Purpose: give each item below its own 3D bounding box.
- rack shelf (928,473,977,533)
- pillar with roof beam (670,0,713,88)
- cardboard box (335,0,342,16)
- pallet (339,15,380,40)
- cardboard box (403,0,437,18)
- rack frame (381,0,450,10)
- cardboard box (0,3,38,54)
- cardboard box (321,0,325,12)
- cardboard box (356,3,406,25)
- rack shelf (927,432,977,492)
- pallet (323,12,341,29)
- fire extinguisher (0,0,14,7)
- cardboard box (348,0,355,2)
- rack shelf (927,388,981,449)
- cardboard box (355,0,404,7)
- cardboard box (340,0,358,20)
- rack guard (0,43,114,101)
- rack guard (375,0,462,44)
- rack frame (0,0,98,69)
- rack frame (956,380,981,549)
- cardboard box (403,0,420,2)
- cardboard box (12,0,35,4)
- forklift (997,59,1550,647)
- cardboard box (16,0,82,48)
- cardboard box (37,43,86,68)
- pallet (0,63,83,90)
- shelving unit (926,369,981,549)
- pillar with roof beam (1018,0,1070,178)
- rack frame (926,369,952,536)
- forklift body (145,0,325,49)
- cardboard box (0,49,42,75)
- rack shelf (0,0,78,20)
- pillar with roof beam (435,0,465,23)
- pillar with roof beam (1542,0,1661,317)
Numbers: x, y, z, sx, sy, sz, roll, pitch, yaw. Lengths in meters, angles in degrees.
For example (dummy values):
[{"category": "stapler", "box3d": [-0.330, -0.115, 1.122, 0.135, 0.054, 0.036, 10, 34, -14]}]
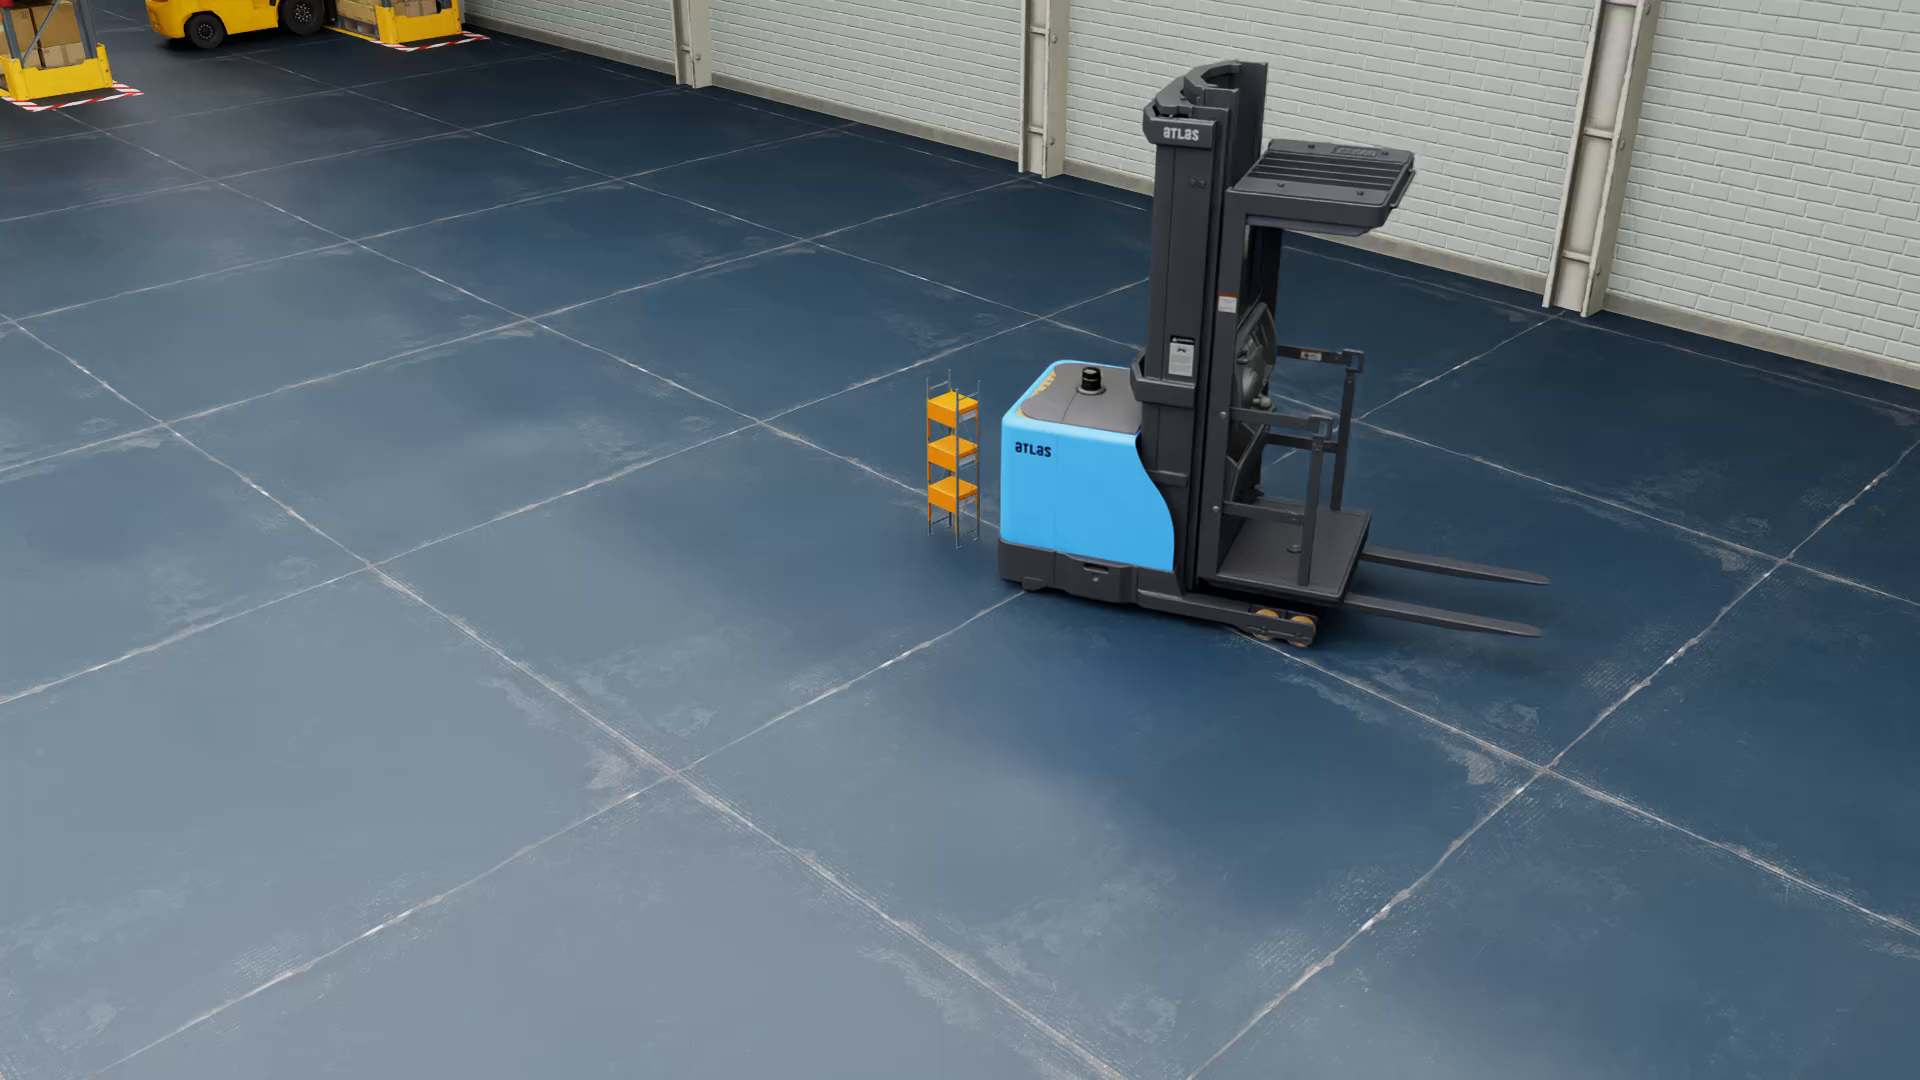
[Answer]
[{"category": "rack shelf", "box3d": [-0.038, -0.227, 10.173, 0.240, 0.259, 0.215, 25, 36, 38]}, {"category": "pillar with roof beam", "box3d": [-6.430, -8.426, 16.606, 0.400, 9.000, 9.100, 25, 36, 38]}, {"category": "cardboard box", "box3d": [-9.080, -7.980, 24.706, 0.500, 0.250, 0.500, -25, 37, -39]}, {"category": "pallet", "box3d": [-8.400, -7.632, 24.538, 1.213, 0.211, 1.003, 25, 36, 38]}, {"category": "cardboard box", "box3d": [-8.038, -7.825, 24.412, 0.500, 0.250, 0.500, 25, 37, 39]}, {"category": "rack frame", "box3d": [-7.825, -8.631, 23.441, 0.127, 3.000, 1.000, 25, 36, 38]}, {"category": "cardboard box", "box3d": [-12.057, -6.458, 21.006, 0.500, 0.500, 0.500, 25, 37, 39]}, {"category": "cardboard box", "box3d": [-9.466, -8.142, 25.014, 0.500, 0.250, 0.500, -24, 36, -38]}, {"category": "cardboard box", "box3d": [-8.382, -7.648, 24.076, 0.500, 0.250, 0.500, 25, 37, 39]}, {"category": "rack shelf", "box3d": [-0.038, -0.473, 10.044, 0.240, 0.259, 0.215, 25, 36, 38]}, {"category": "pallet", "box3d": [-9.266, -8.030, 25.295, 1.213, 0.211, 1.003, 25, 36, 38]}, {"category": "fire extinguisher", "box3d": [-11.544, -6.758, 19.962, 0.183, 0.674, 0.296, 25, 36, 38]}, {"category": "cardboard box", "box3d": [-8.742, -8.043, 24.290, 0.500, 0.250, 0.500, 24, 36, 38]}, {"category": "rack shelf", "box3d": [-0.038, -0.724, 9.912, 0.240, 0.259, 0.215, 25, 36, 38]}, {"category": "cardboard box", "box3d": [-8.391, -7.876, 23.972, 0.500, 0.250, 0.500, 24, 36, 38]}, {"category": "cardboard box", "box3d": [-8.730, -7.814, 24.390, 0.500, 0.250, 0.500, 25, 36, 38]}, {"category": "rack guard", "box3d": [-11.357, -5.901, 20.935, 0.348, 0.500, 1.175, 25, 36, 38]}, {"category": "rack guard", "box3d": [-7.808, -7.517, 24.008, 0.348, 0.500, 1.175, 25, 36, 38]}, {"category": "rack frame", "box3d": [-11.303, -6.982, 20.306, 0.127, 3.000, 1.000, 25, 36, 38]}, {"category": "rack frame", "box3d": [0.049, -0.442, 9.963, 0.008, 1.050, 0.200, 25, 36, 38]}, {"category": "cardboard box", "box3d": [-8.015, -8.043, 24.290, 0.500, 0.250, 0.500, -25, 36, -38]}, {"category": "cardboard box", "box3d": [-12.077, -6.815, 21.685, 0.500, 0.500, 0.500, 23, 35, 37]}, {"category": "forklift", "box3d": [1.789, -0.992, 8.986, 3.031, 2.935, 1.130, 10, 29, 19]}, {"category": "cardboard box", "box3d": [-11.701, -6.646, 21.363, 0.500, 0.500, 0.500, 23, 36, 37]}, {"category": "cardboard box", "box3d": [-11.684, -6.306, 21.523, 0.500, 0.250, 0.500, 24, 36, 38]}, {"category": "pallet", "box3d": [-11.911, -6.050, 21.529, 1.213, 0.211, 1.003, 25, 36, 38]}, {"category": "shelving unit", "box3d": [-0.038, -0.482, 10.039, 0.252, 1.050, 0.215, 25, 36, 38]}, {"category": "pillar with roof beam", "box3d": [-2.151, -6.468, 12.882, 0.400, 9.000, 9.100, 25, 36, 38]}, {"category": "rack frame", "box3d": [-0.125, -0.522, 10.115, 0.008, 1.050, 0.200, 25, 36, 38]}, {"category": "forklift body", "box3d": [-10.456, -8.269, 23.664, 1.214, 2.155, 2.313, 25, 36, 38]}, {"category": "cardboard box", "box3d": [-12.085, -6.134, 21.195, 0.500, 0.250, 0.500, 24, 36, 38]}, {"category": "rack shelf", "box3d": [-12.729, -7.317, 21.715, 4.000, 0.370, 1.077, 25, 36, 38]}, {"category": "pillar with roof beam", "box3d": [-10.708, -10.384, 20.329, 0.400, 9.000, 9.100, 25, 36, 38]}, {"category": "pillar with roof beam", "box3d": [2.127, -4.511, 9.159, 0.400, 9.000, 9.100, 25, 36, 38]}]
